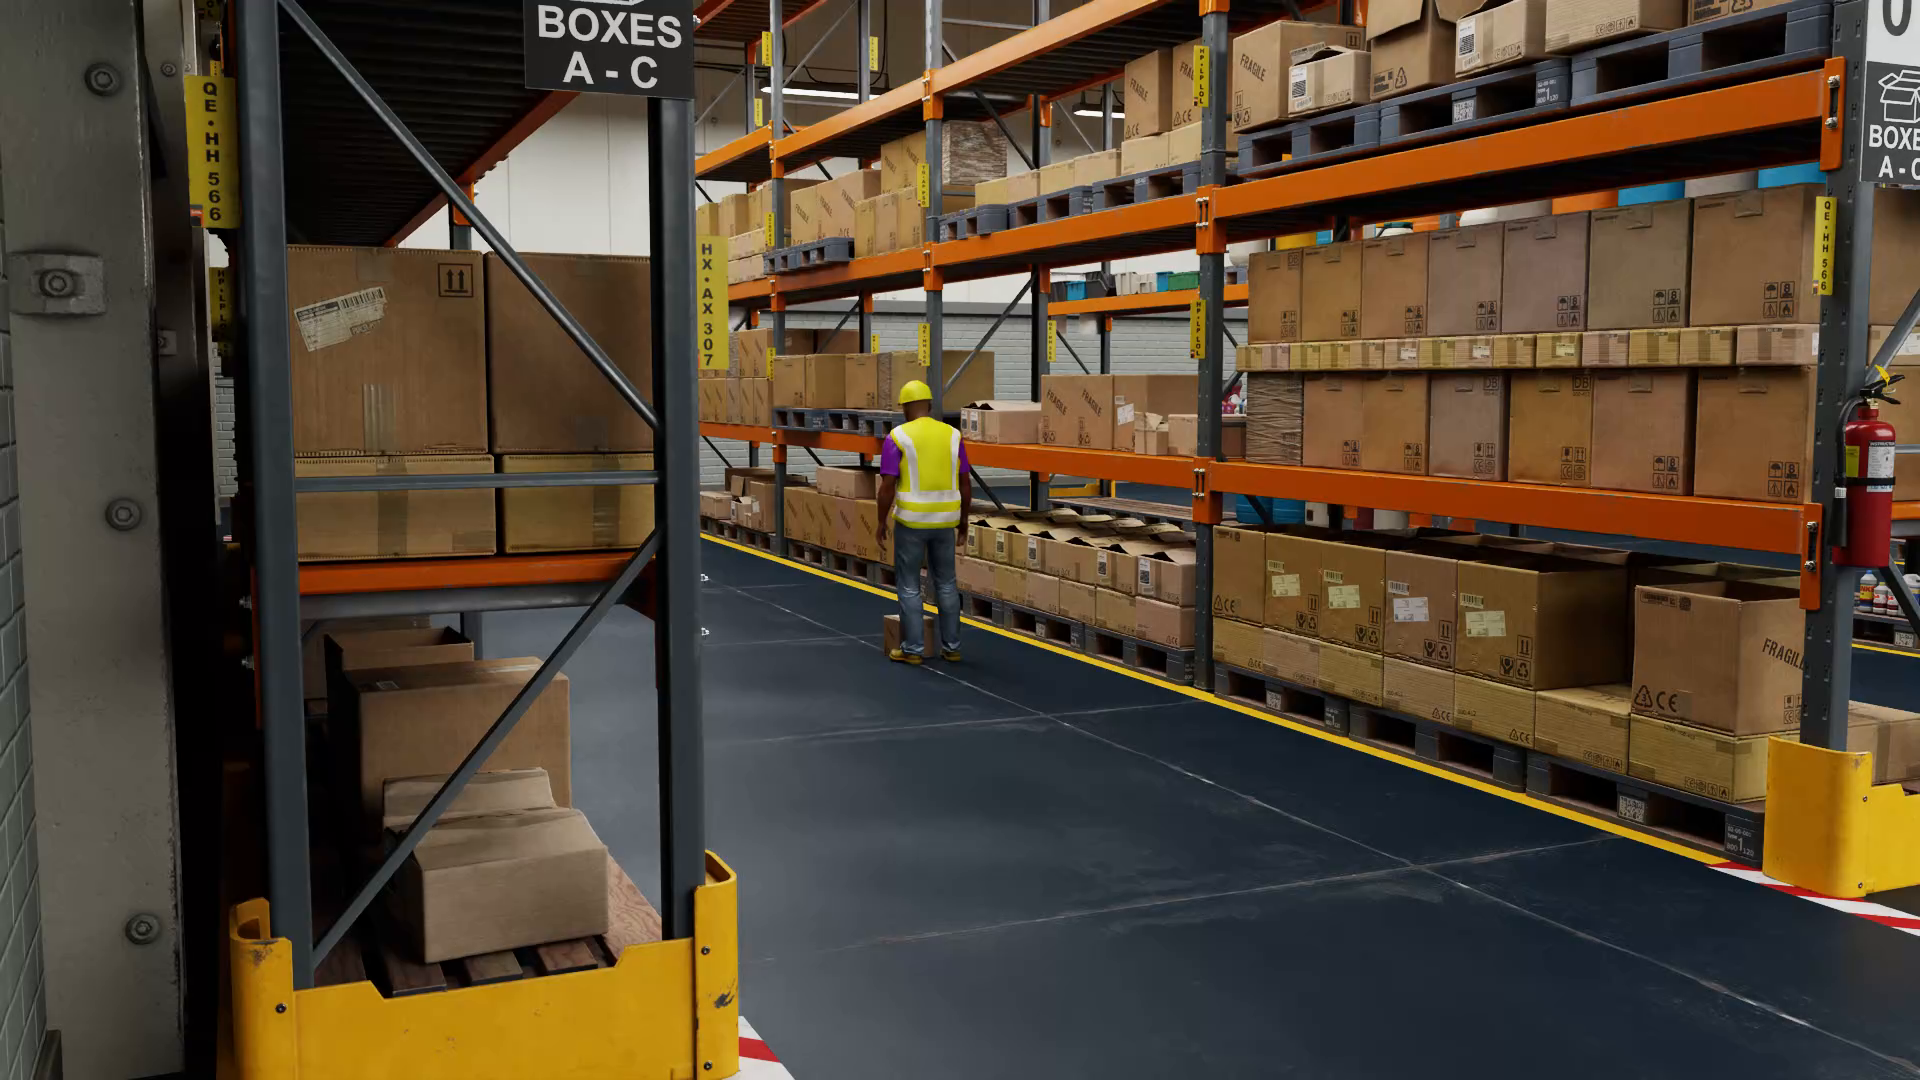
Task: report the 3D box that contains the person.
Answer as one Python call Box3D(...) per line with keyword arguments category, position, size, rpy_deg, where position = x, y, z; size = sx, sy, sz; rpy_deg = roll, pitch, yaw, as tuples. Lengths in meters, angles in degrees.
Box3D(category="person", position=(-0.229, -0.115, 10.396), size=(0.632, 1.760, 0.463), rpy_deg=(-2, 6, -24))
